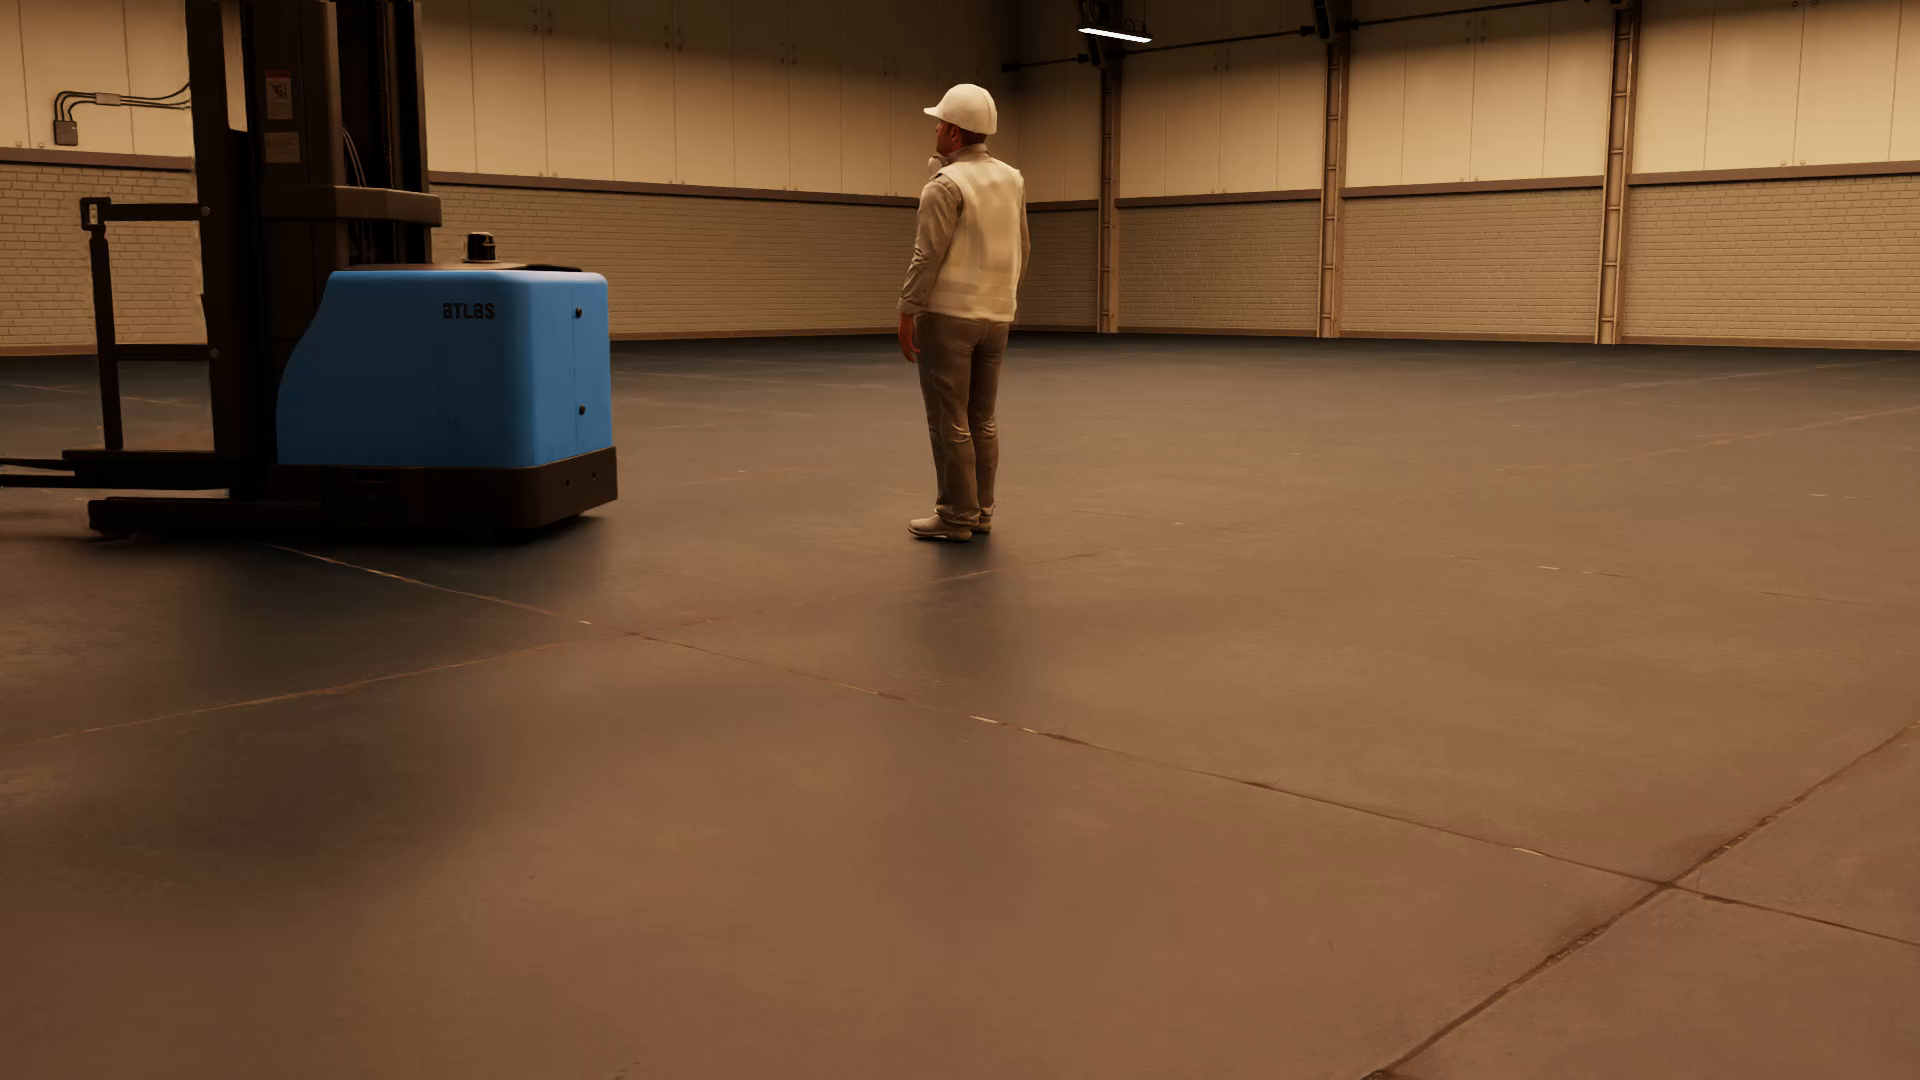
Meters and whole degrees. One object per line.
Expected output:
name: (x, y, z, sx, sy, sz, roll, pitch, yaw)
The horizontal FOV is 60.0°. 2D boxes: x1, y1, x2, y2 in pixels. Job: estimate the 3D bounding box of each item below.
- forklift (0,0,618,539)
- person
forklift: (-3.094, -1.528, 7.021, 3.031, 2.935, 1.130, 1, 9, 8)
person: (-0.039, -0.892, 6.633, 0.568, 1.773, 0.632, 8, 12, 43)
